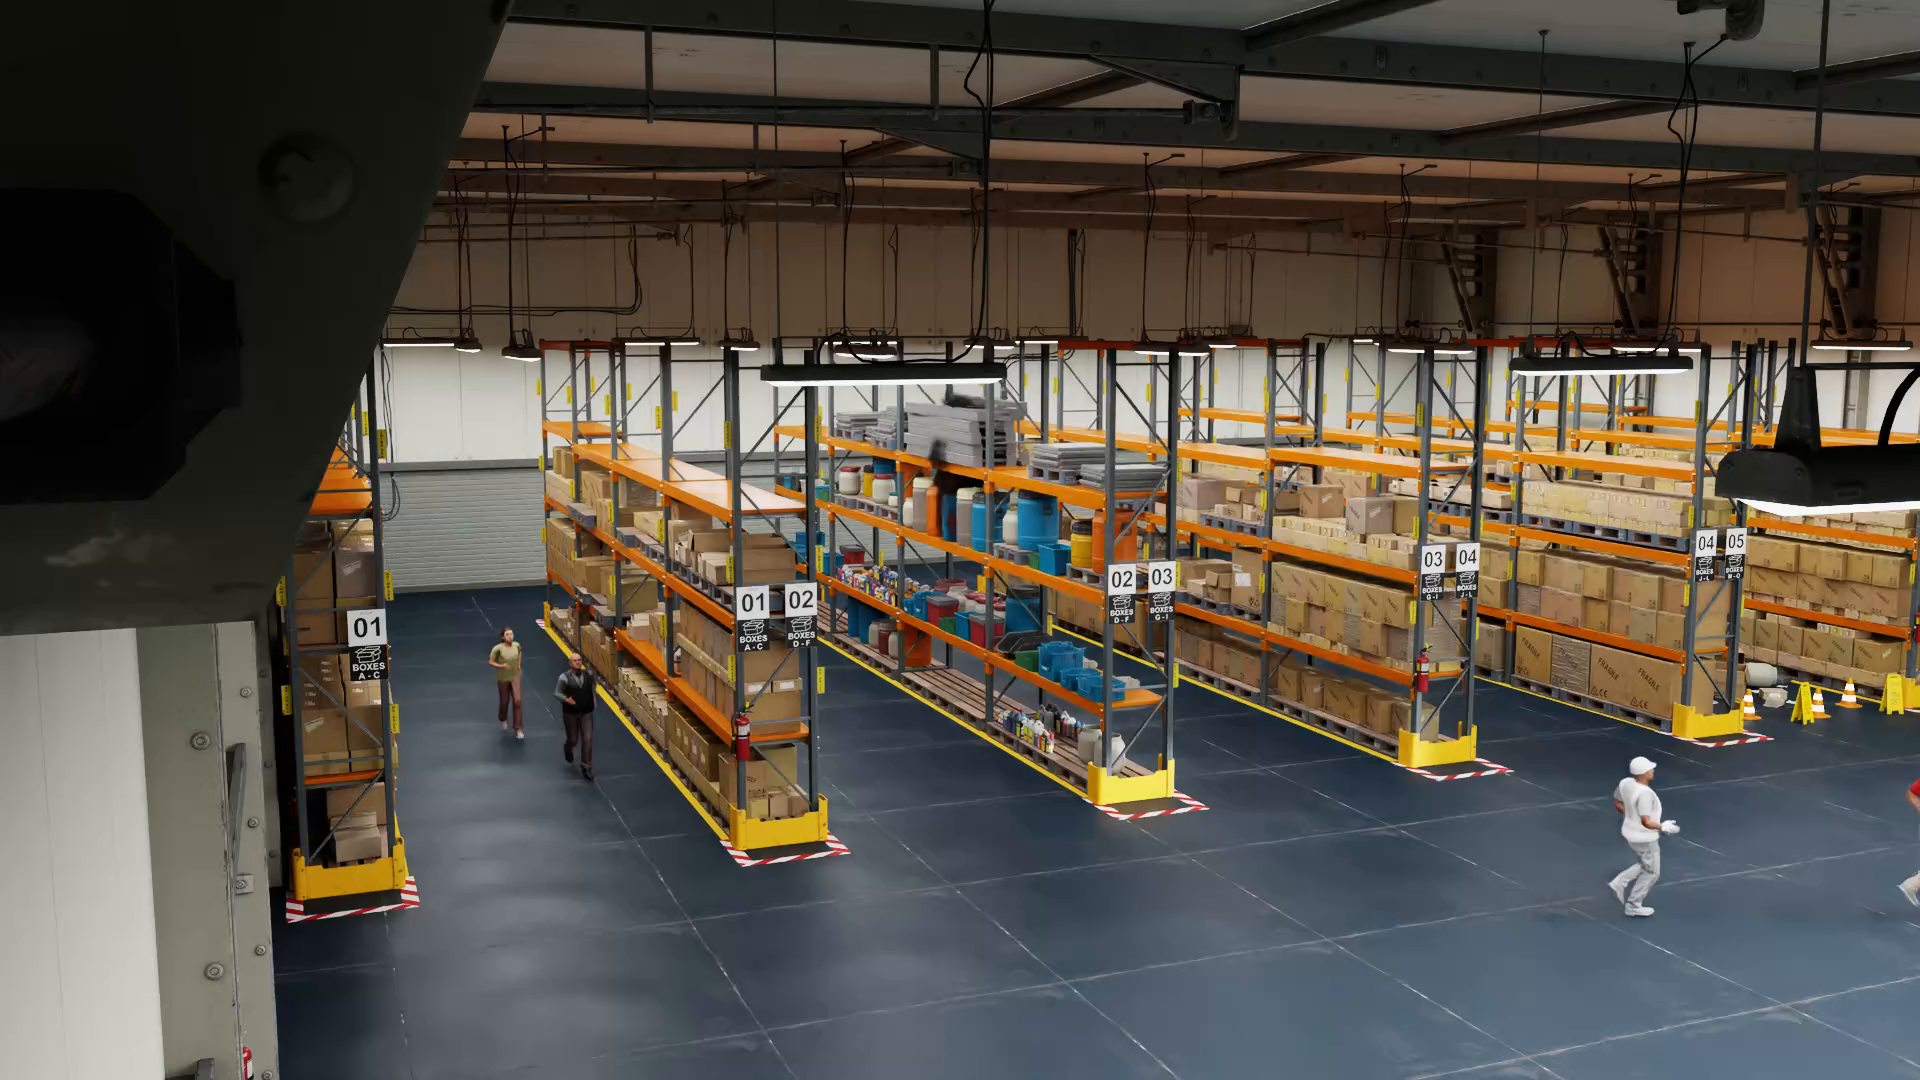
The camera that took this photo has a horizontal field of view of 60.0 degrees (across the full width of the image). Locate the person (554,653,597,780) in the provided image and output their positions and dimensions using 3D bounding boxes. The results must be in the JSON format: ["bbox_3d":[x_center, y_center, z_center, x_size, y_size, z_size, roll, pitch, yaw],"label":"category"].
[{"bbox_3d":[-5.373,2.479,23.391,0.661,1.642,0.936,-4,8,-28],"label":"person"}]

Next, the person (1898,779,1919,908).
[{"bbox_3d":[10.512,3.172,17.801,0.954,1.724,0.664,0,7,-2],"label":"person"}]

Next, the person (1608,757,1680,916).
[{"bbox_3d":[7.308,3.164,17.783,0.608,1.735,0.675,0,7,1],"label":"person"}]

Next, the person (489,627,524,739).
[{"bbox_3d":[-6.970,2.164,25.606,0.564,1.681,0.908,-4,8,-29],"label":"person"}]
